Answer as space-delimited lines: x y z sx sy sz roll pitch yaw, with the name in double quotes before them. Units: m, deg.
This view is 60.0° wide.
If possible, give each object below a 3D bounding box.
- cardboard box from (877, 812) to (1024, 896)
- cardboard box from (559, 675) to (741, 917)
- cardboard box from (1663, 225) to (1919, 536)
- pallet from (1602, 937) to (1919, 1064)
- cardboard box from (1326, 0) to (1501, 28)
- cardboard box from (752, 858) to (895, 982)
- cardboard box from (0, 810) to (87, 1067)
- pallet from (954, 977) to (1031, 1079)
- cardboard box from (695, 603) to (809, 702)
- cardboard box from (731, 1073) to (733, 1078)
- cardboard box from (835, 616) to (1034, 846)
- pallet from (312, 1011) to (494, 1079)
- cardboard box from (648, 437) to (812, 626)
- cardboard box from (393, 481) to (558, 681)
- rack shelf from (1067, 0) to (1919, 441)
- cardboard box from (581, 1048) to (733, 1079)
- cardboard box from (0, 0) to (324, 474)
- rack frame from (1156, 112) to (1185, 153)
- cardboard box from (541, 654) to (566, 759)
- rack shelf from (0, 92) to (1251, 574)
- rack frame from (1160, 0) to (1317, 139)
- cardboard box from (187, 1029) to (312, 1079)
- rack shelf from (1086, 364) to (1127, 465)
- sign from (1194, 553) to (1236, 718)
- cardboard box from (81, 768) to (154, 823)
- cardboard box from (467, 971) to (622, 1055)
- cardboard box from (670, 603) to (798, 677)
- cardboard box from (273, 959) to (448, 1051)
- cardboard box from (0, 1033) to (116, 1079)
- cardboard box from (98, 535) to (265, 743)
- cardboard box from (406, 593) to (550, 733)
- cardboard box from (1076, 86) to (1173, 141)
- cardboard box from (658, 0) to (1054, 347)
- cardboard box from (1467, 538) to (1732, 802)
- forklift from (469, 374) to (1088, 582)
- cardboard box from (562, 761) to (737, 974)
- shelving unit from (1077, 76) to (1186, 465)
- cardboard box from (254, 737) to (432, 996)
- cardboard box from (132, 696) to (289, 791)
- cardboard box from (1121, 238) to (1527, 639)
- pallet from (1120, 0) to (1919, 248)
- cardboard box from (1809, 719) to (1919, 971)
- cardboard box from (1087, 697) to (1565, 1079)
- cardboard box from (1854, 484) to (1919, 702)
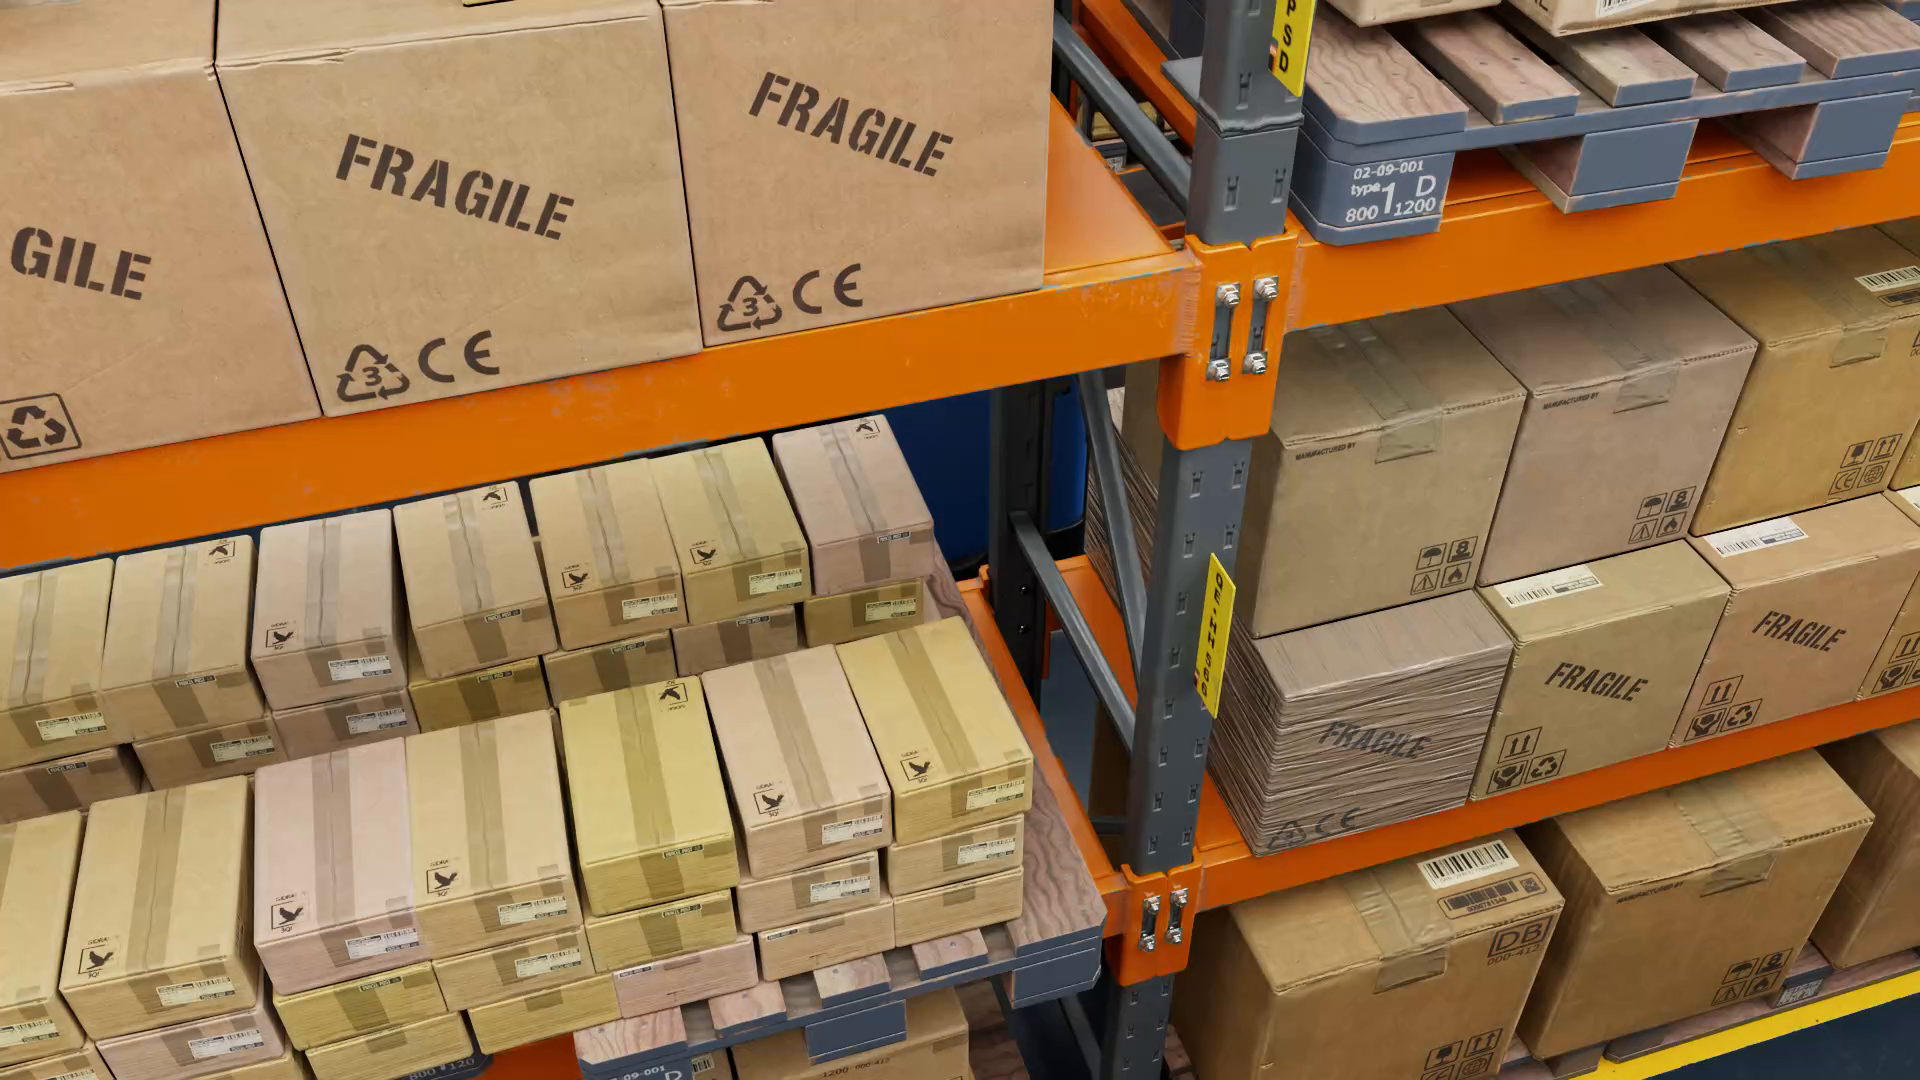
"cardboard box" -0.057 0.448 3.103 0.250 0.149 0.380 -11 42 -12
"cardboard box" -0.543 0.437 2.890 0.250 0.149 0.380 -10 42 -12
"cardboard box" 1.679 -0.460 3.661 0.500 0.500 0.700 -12 43 -14
"pallet" 2.213 0.943 5.011 1.213 0.211 1.003 -12 42 -13
"cardboard box" 0.644 -0.957 2.581 0.250 0.149 0.380 -13 43 -15
"cardboard box" -0.293 0.610 3.144 0.250 0.149 0.380 -12 43 -13
"cardboard box" -1.535 0.642 2.655 0.250 0.149 0.380 -10 42 -12
"pallet" -0.469 1.443 4.437 1.213 0.211 1.003 -12 42 -13
"cardboard box" -0.466 0.191 3.623 0.250 0.149 0.380 -10 42 -11
"cardboard box" -0.768 1.417 3.928 0.500 0.500 0.500 -10 42 -11
"cardboard box" -0.053 0.337 3.004 0.250 0.149 0.380 -13 43 -15
"pallet" -1.599 0.729 3.282 1.213 0.211 1.003 -12 42 -13
"cardboard box" -0.477 -0.023 3.416 0.250 0.149 0.380 -13 43 -14
"cardboard box" -0.965 0.074 3.305 0.250 0.149 0.380 -13 43 -15
"rack shelf" 2.185 -1.014 3.398 4.000 0.370 1.077 -12 42 -13
"cardboard box" -0.775 1.147 3.668 0.500 0.250 0.500 -11 42 -12
"cardboard box" -1.142 -0.452 2.132 0.500 0.500 0.500 -12 42 -13
"rack frame" 0.764 -1.043 5.847 0.015 2.100 0.400 -16 44 -18
"cardboard box" -0.980 0.299 3.500 0.250 0.149 0.380 -10 42 -11
"rack shelf" -1.630 -0.224 2.493 4.000 0.370 1.077 -12 42 -13
"rack frame" 0.277 -2.019 1.722 0.127 3.000 1.000 -12 42 -13
"cardboard box" -1.280 0.812 2.912 0.250 0.149 0.380 -10 42 -12
"rack shelf" 0.541 -0.440 6.243 0.480 0.518 0.431 -16 44 -18
"sign" 0.449 0.172 2.953 0.005 0.325 0.100 -12 42 -13
"cardboard box" -1.723 0.452 3.325 0.250 0.149 0.380 -13 43 -14
"cardboard box" -0.777 0.708 3.031 0.250 0.149 0.380 -12 43 -14
"cardboard box" -0.502 0.089 3.514 0.250 0.149 0.380 -10 42 -11
"cardboard box" -1.038 0.652 2.870 0.250 0.149 0.380 -12 43 -13
"cardboard box" -1.533 0.755 2.751 0.250 0.149 0.380 -13 43 -14
"cardboard box" -1.475 0.183 3.181 0.250 0.149 0.380 -10 42 -12
"cardboard box" -0.996 0.194 3.394 0.250 0.149 0.380 -12 42 -13
"cardboard box" 0.662 -2.418 8.416 0.625 0.372 0.950 -10 42 -12
"cardboard box" -0.191 -0.655 2.364 0.500 0.500 0.500 -12 42 -13
"cardboard box" 1.271 0.181 3.687 0.500 0.500 0.500 -12 43 -13
"forklift" -1.112 -0.854 5.000 3.031 2.935 1.130 -16 44 -18
"cardboard box" -0.562 0.555 2.980 0.250 0.149 0.380 -11 42 -12
"shelving unit" 0.541 -0.978 5.773 0.503 2.100 0.431 -16 44 -18
"cardboard box" -1.028 0.536 2.776 0.250 0.149 0.380 -12 42 -13
"cardboard box" -1.472 0.289 3.285 0.250 0.149 0.380 -12 43 -13
"cardboard box" 0.708 -0.257 3.428 0.500 0.500 0.700 -12 43 -13
"pallet" 0.875 -0.979 2.955 1.003 0.211 1.213 -10 42 -11
"cardboard box" 2.606 0.506 4.782 0.750 0.750 1.050 -12 42 -13
"cardboard box" 0.885 0.865 4.371 0.750 0.750 1.050 -12 43 -14
"cardboard box" 2.228 -0.016 3.912 0.500 0.500 0.500 -12 43 -14
